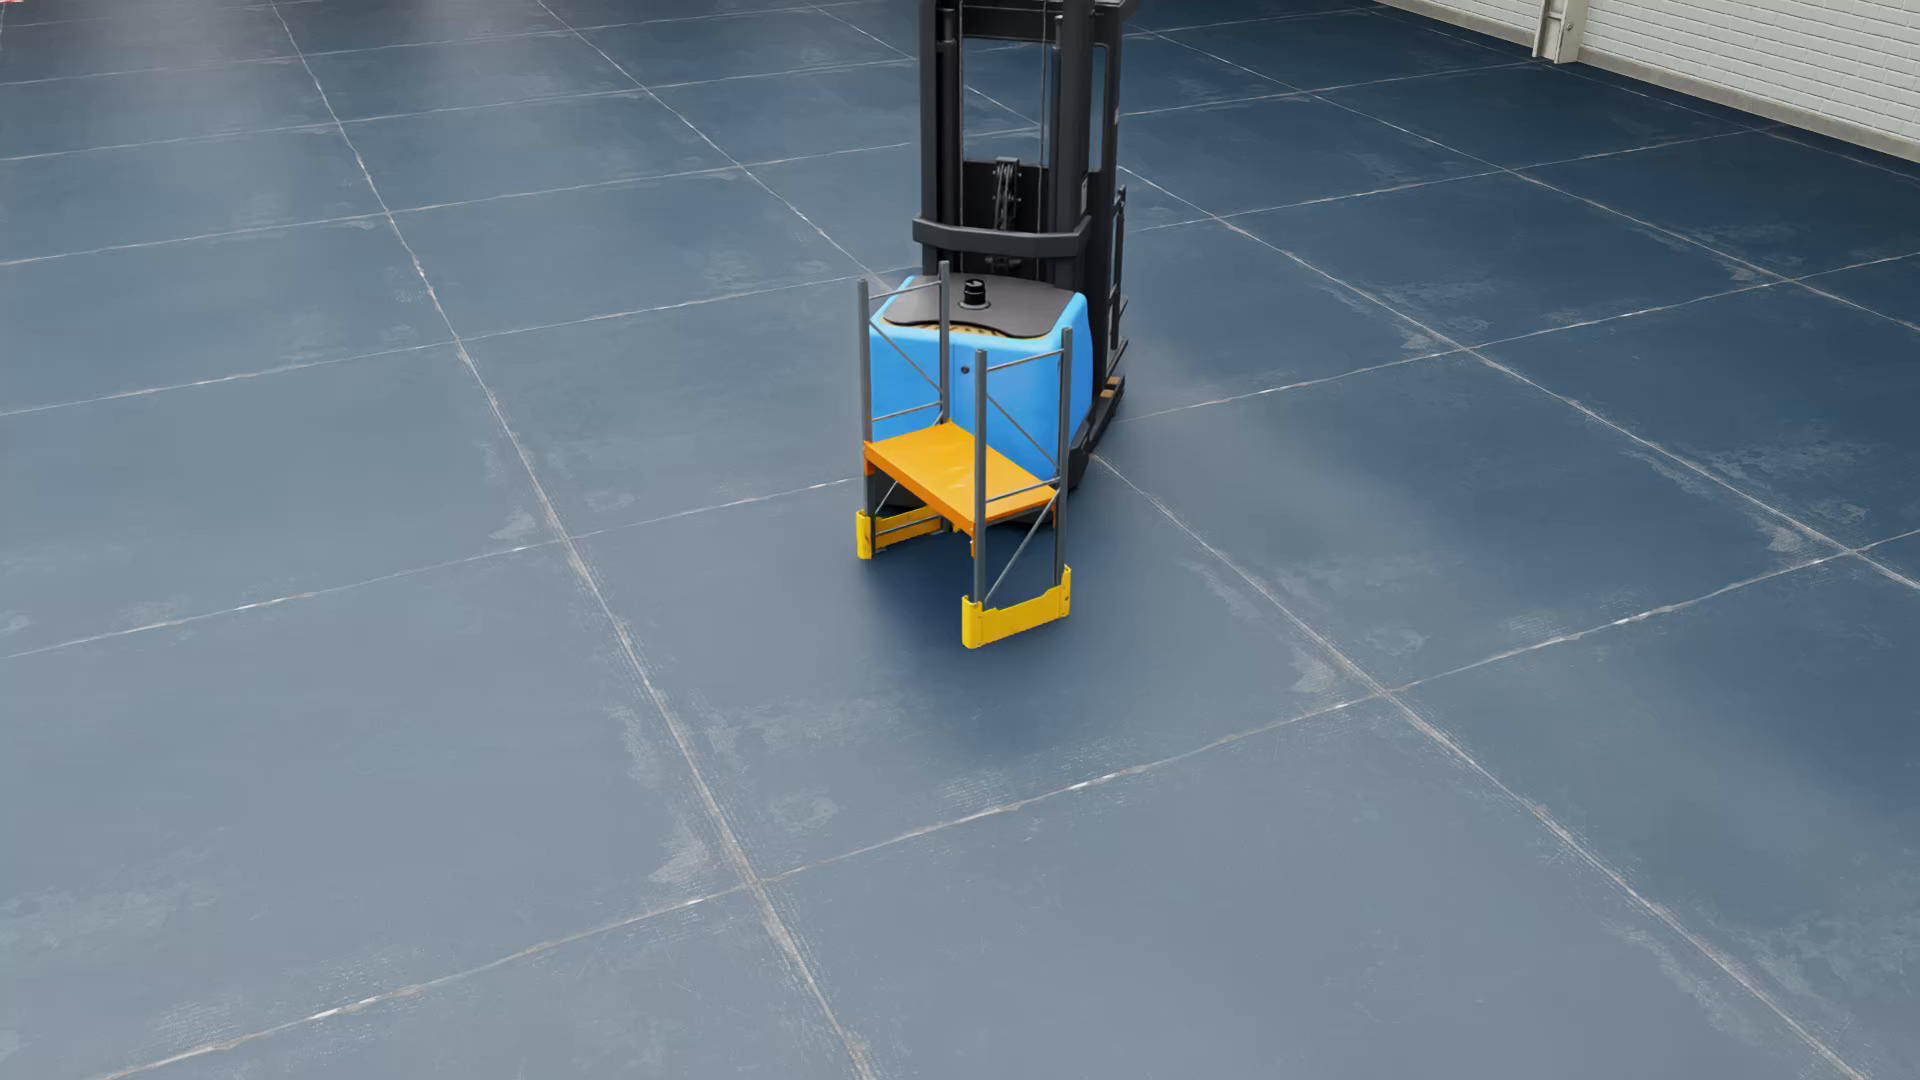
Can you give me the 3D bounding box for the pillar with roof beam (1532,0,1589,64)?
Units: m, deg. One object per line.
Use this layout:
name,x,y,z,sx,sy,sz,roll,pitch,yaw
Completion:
pillar with roof beam,2.590,-8.264,14.287,9.100,9.000,0.400,-13,32,-22

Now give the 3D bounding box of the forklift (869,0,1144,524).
forklift,0.387,-2.070,9.445,1.130,2.935,3.031,8,30,14

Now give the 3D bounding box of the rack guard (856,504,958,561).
rack guard,-0.269,-0.094,8.662,0.587,0.250,0.087,-18,34,-28

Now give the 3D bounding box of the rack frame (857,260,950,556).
rack frame,-0.270,-0.640,8.358,0.500,1.500,0.032,-18,34,-28

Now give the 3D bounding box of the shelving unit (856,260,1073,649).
shelving unit,0.001,-0.435,7.992,0.587,1.500,1.083,-18,34,-28

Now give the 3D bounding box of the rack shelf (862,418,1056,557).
rack shelf,0.006,-0.274,8.073,0.538,0.185,1.000,-18,34,-28

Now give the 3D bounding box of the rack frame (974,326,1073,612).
rack frame,0.282,-0.222,7.613,0.500,1.500,0.032,-18,34,-28

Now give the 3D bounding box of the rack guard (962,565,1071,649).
rack guard,0.272,0.315,7.933,0.587,0.250,0.087,-18,34,-28
